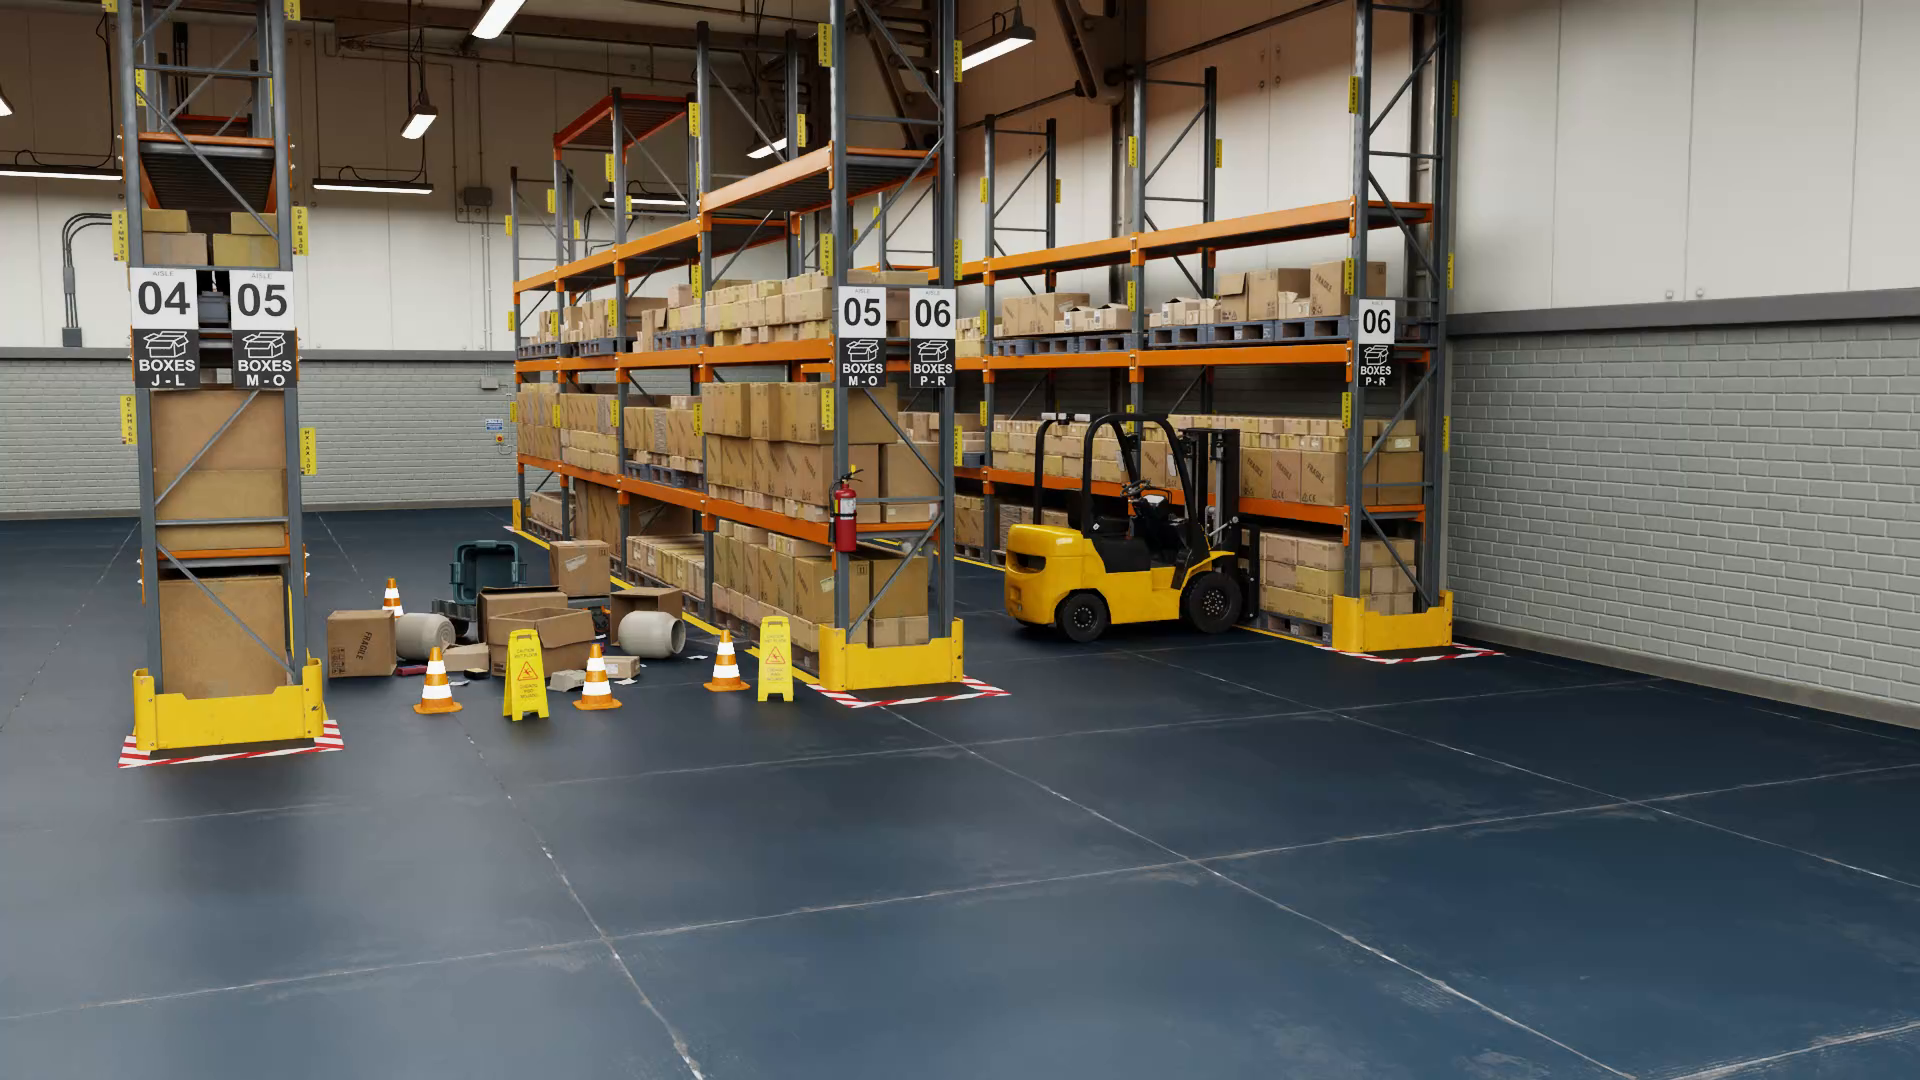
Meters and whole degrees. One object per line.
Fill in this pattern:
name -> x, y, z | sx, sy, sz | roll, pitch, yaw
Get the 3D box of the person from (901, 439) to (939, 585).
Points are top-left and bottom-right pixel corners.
person -> -0.467, -0.317, 19.756 | 0.543, 1.749, 0.707 | -1, 5, -9
